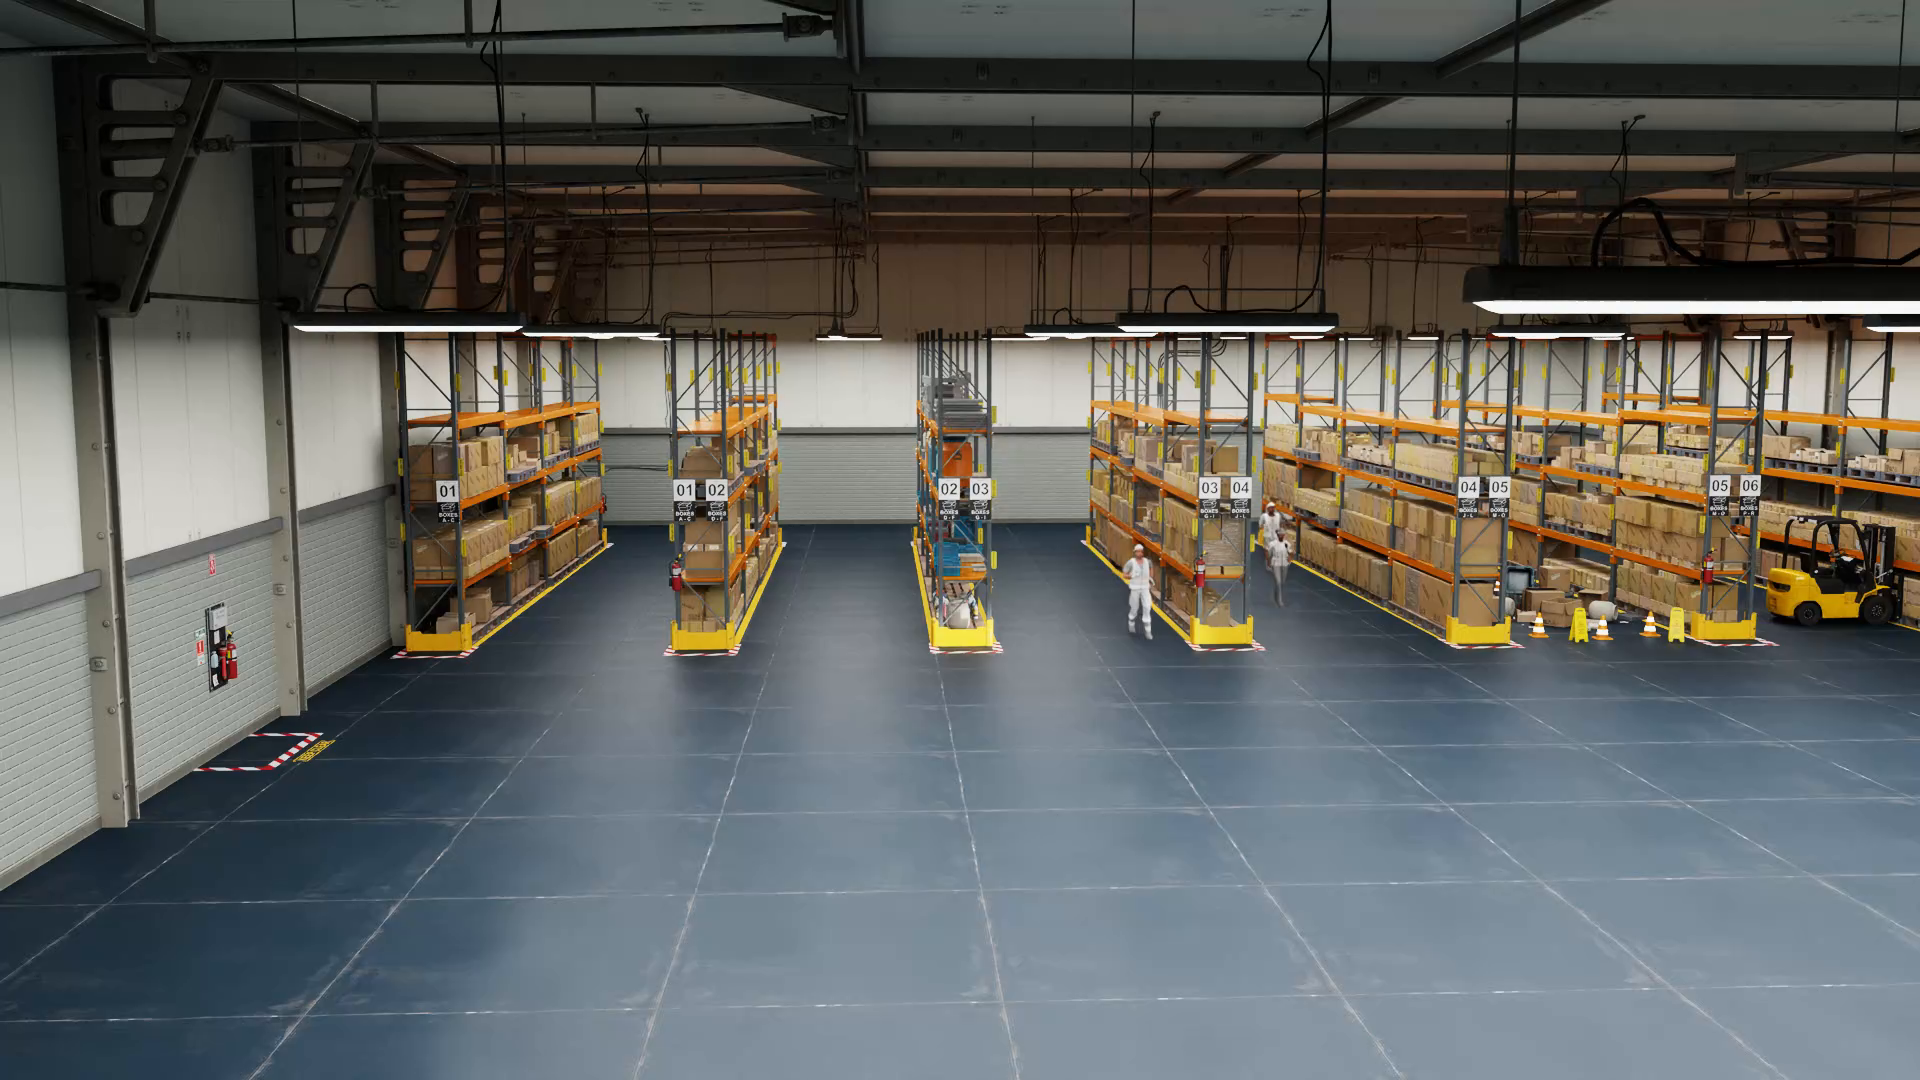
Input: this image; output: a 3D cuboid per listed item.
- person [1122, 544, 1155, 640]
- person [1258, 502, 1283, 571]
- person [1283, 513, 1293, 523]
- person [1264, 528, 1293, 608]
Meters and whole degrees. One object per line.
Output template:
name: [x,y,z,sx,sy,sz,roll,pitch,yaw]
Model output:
person: [3.485,0.979,32.395,0.656,1.800,0.905,-1,7,-7]
person: [7.818,-0.062,41.655,0.664,1.752,0.620,0,7,-2]
person: [9.759,-0.915,49.165,0.827,1.696,0.993,3,7,23]
person: [7.009,0.587,36.504,0.585,1.713,0.846,-1,7,-8]
